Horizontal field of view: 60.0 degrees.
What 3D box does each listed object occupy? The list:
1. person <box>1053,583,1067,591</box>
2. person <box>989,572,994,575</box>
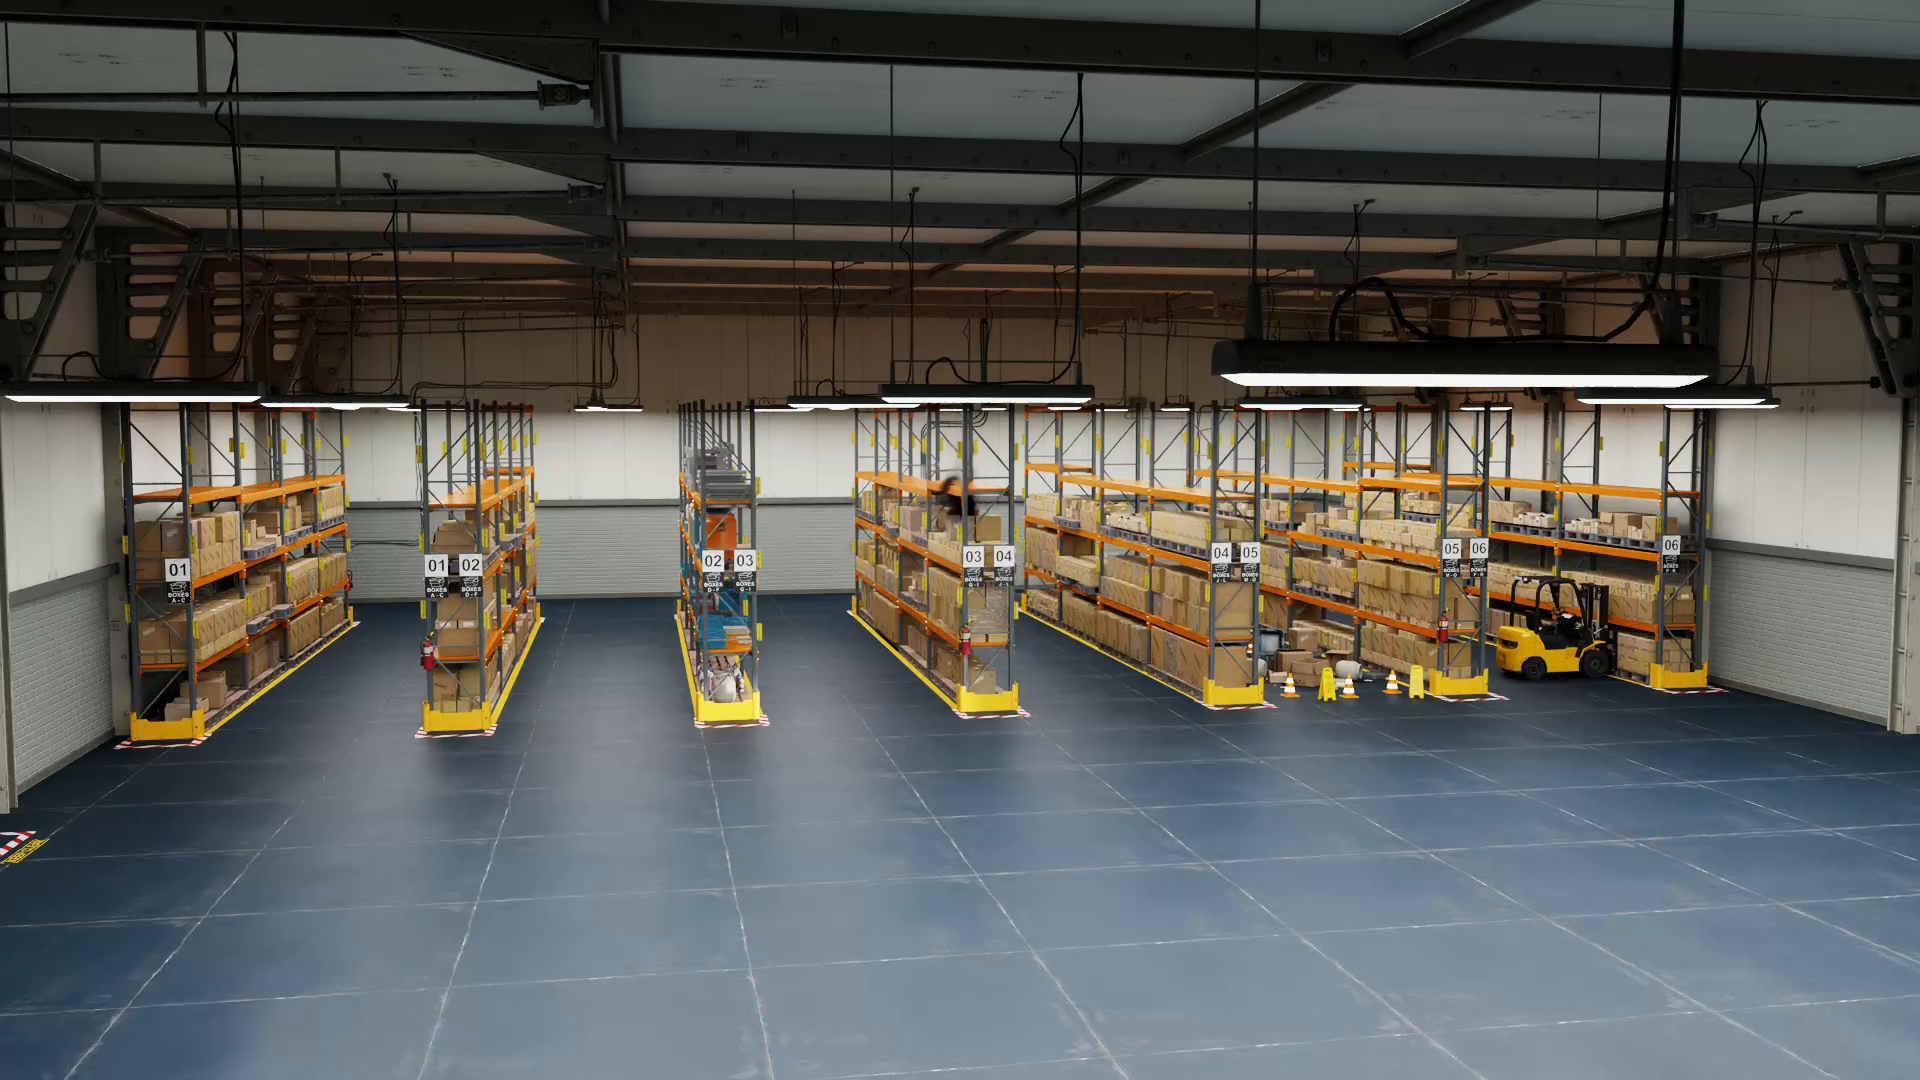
[{"bbox_3d":[3.017,1.087,49.690,0.655,1.714,0.705,2,5,29],"label":"person"},{"bbox_3d":[0.859,1.170,49.052,0.762,1.802,0.717,2,5,28],"label":"person"}]
